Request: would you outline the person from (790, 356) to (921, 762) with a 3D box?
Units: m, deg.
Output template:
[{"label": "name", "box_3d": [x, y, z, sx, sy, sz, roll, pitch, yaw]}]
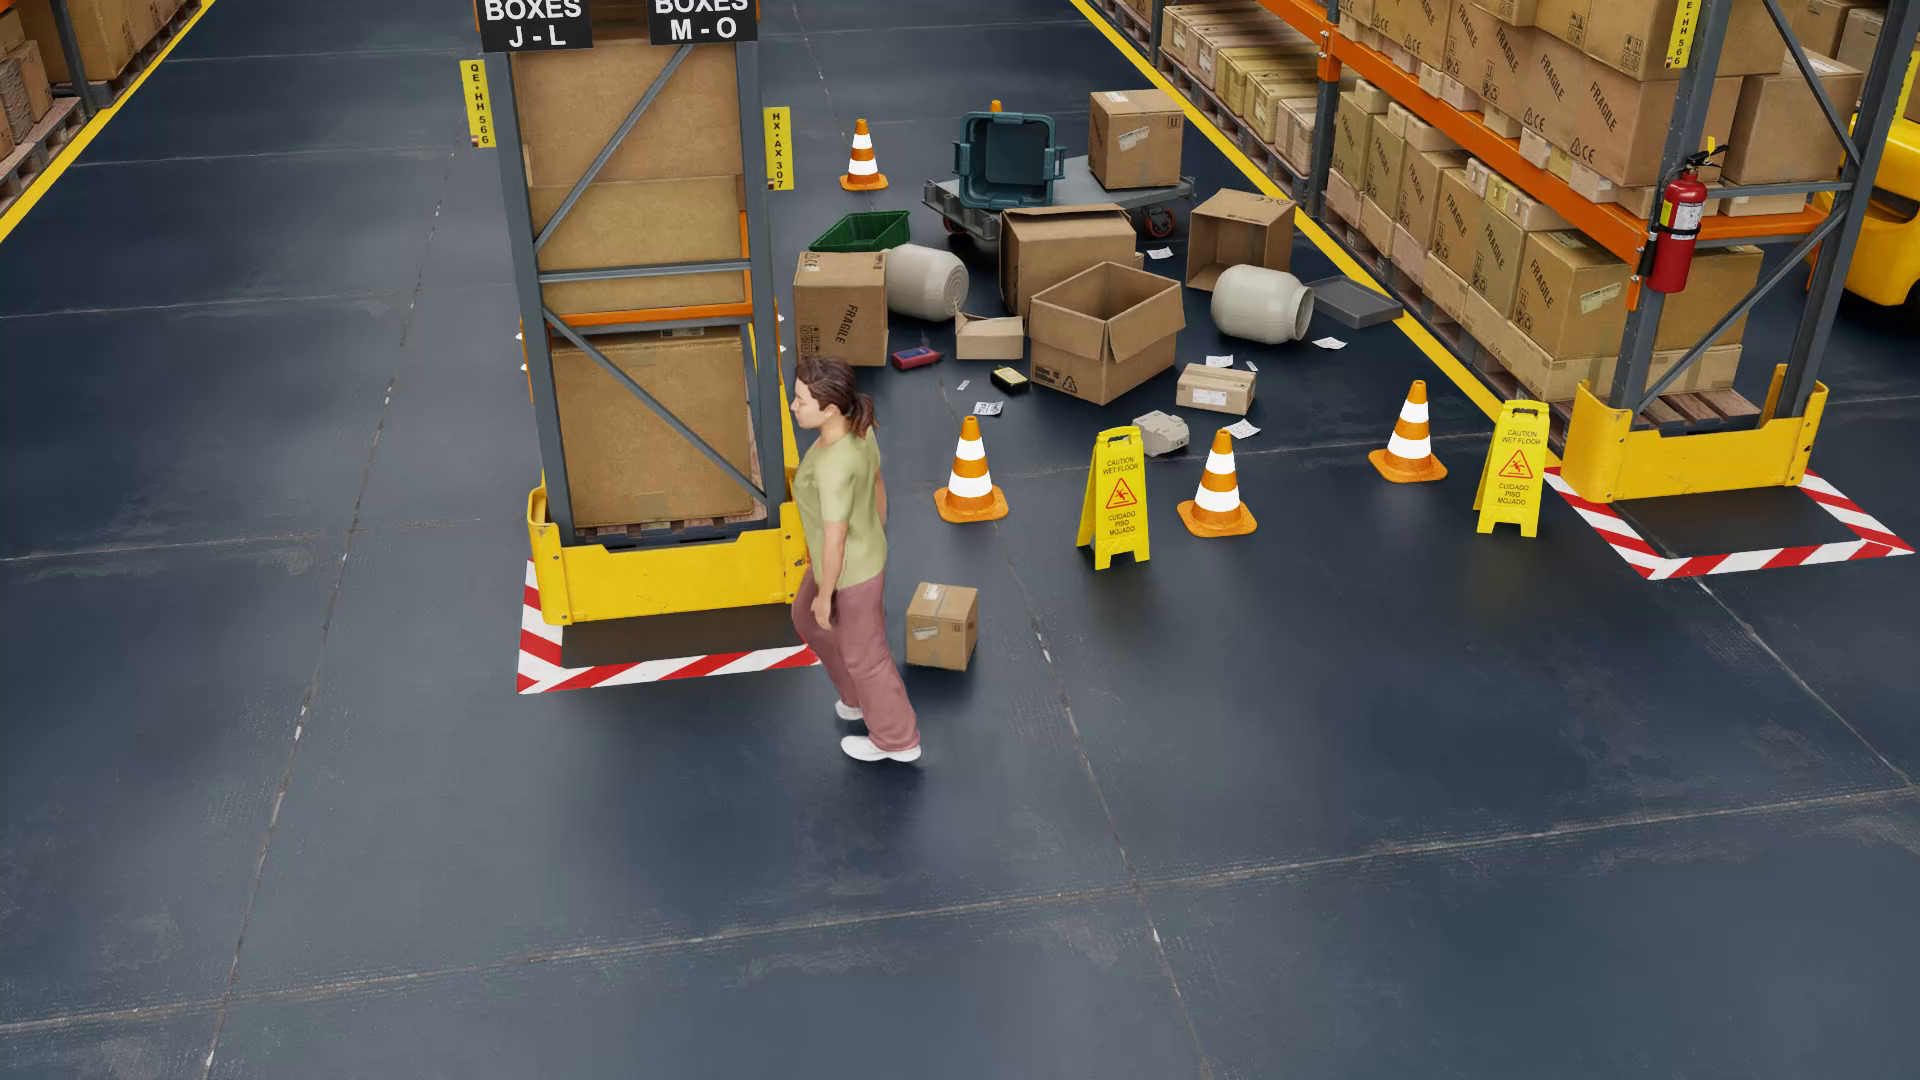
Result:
[{"label": "person", "box_3d": [-0.392, 0.102, 5.938, 0.497, 1.643, 0.539, 3, 31, 4]}]
